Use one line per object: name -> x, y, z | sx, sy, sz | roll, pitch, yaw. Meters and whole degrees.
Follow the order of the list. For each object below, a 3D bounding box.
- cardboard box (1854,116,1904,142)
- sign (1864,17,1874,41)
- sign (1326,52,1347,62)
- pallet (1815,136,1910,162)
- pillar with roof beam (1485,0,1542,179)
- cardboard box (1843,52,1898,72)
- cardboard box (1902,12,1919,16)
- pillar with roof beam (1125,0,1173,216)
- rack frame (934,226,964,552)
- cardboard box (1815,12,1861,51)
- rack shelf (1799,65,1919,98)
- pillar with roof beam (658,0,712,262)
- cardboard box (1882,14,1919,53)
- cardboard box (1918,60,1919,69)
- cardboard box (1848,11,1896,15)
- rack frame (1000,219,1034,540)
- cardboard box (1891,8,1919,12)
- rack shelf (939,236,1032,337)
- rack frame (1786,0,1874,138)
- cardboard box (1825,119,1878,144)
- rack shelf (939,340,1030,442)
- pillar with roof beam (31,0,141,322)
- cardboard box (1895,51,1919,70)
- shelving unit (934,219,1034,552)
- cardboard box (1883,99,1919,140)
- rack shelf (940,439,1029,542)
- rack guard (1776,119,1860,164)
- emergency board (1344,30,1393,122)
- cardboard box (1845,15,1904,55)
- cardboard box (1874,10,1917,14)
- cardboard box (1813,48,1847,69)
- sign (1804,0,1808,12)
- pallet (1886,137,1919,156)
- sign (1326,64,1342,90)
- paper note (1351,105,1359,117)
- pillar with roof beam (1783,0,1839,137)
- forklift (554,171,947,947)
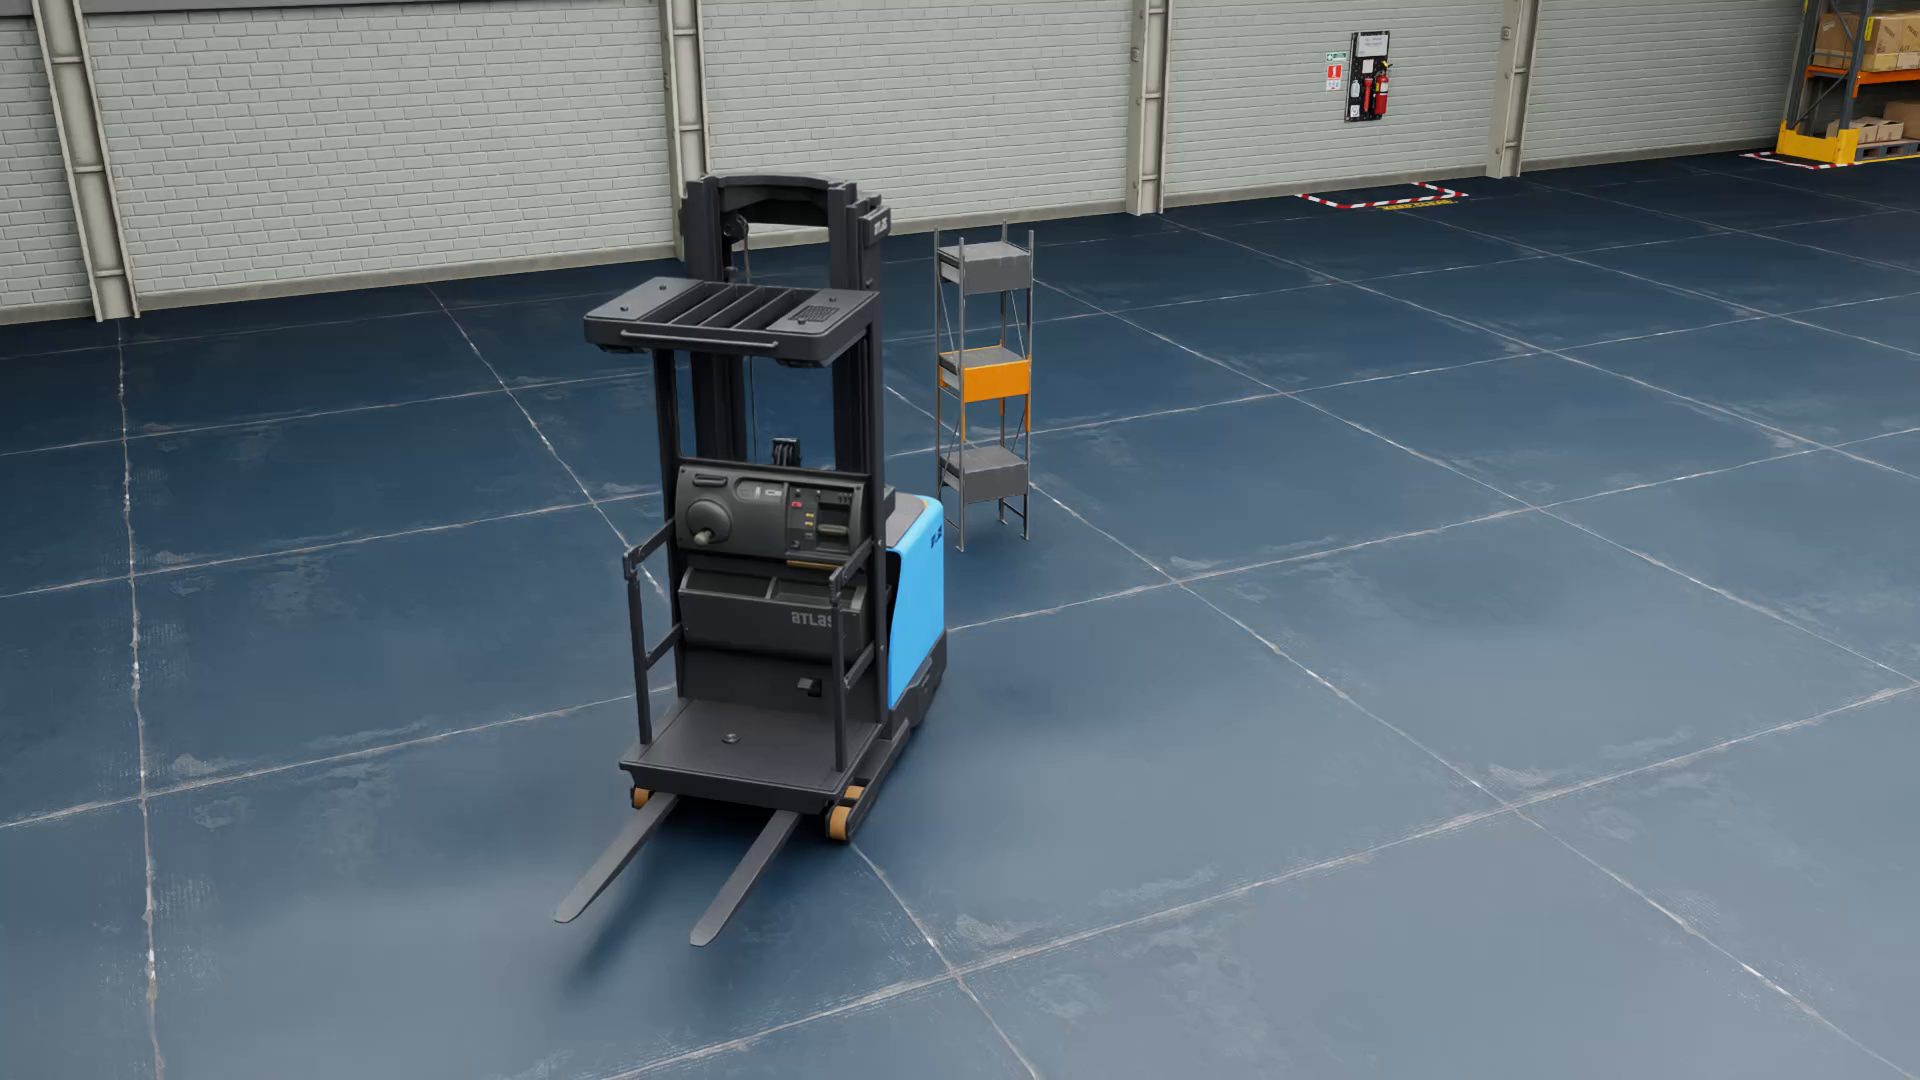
cardboard box -> 14.108, -6.335, 25.573 | 0.500, 0.311, 0.500 | -8, 24, -19
sign -> 13.168, -7.409, 24.095 | 0.005, 0.325, 0.100 | -10, 25, -24
sign -> 5.003, -6.421, 22.101 | 0.331, 0.109, 0.001 | -10, 25, -24
pallet -> 13.748, -6.043, 25.572 | 1.213, 0.211, 1.003 | -10, 25, -24
pillar with roof beam -> 9.649, -7.903, 18.577 | 0.400, 9.000, 9.100 | -10, 25, -24
cardboard box -> 13.510, -7.108, 24.669 | 0.500, 0.250, 0.500 | -11, 25, -25
cardboard box -> 14.411, -7.620, 24.927 | 0.500, 0.500, 0.500 | -11, 25, -25
pillar with roof beam -> 4.242, -6.908, 16.173 | 0.400, 9.000, 9.100 | -10, 25, -24
rack frame -> -0.071, -0.957, 10.817 | 0.015, 2.100, 0.400 | -10, 25, -24
cardboard box -> 13.265, -7.634, 24.960 | 0.500, 0.500, 0.500 | -11, 25, -24
rack shelf -> 14.734, -7.195, 25.652 | 4.000, 0.370, 1.077 | -10, 25, -24
pillar with roof beam -> -1.164, -5.913, 13.769 | 0.400, 9.000, 9.100 | -10, 25, -24
cardboard box -> 13.942, -7.537, 24.725 | 0.500, 0.500, 0.500 | -10, 25, -23
cardboard box -> 14.433, -7.281, 25.088 | 0.500, 0.250, 0.500 | -11, 25, -24
cardboard box -> 13.723, -7.714, 25.153 | 0.500, 0.500, 0.500 | -10, 25, -23
rack frame -> 0.369, -1.038, 11.013 | 0.015, 2.100, 0.400 | -10, 25, -24
cardboard box -> 14.640, -7.885, 25.566 | 0.500, 0.500, 0.500 | -10, 25, -23
rack shelf -> 0.149, -1.632, 10.652 | 0.480, 0.518, 0.431 | -10, 25, -24
rack frame -> 12.932, -7.196, 24.713 | 0.127, 3.000, 1.000 | -10, 25, -24
cardboard box -> 13.595, -6.241, 25.345 | 0.500, 0.311, 0.500 | -14, 26, -30
rack shelf -> 0.149, -0.985, 10.920 | 0.480, 0.518, 0.431 | -10, 25, -24
pillar with roof beam -> -6.570, -4.918, 11.364 | 0.400, 9.000, 9.100 | -10, 25, -24
cardboard box -> 13.971, -7.199, 24.889 | 0.500, 0.250, 0.500 | -11, 25, -25
shelving unit -> 0.149, -0.998, 10.915 | 0.503, 2.100, 0.431 | -10, 25, -24
cardboard box -> 14.791, -6.527, 25.790 | 0.500, 0.500, 0.700 | -12, 25, -27
rack shelf -> 0.149, -0.338, 11.188 | 0.480, 0.518, 0.431 | -10, 25, -24
rack guard -> 13.001, -6.054, 25.221 | 0.348, 0.500, 1.175 | -10, 25, -24
emergency board -> 5.538, -6.218, 22.350 | 0.643, 1.169, 0.194 | -10, 25, -24
cardboard box -> 13.493, -7.458, 24.535 | 0.500, 0.500, 0.500 | -10, 25, -24
cardboard box -> 14.187, -7.801, 25.364 | 0.500, 0.500, 0.500 | -11, 25, -25
cardboard box -> 13.269, -7.280, 25.086 | 0.500, 0.250, 0.500 | -10, 25, -23
sign -> 12.710, -8.072, 24.901 | 0.005, 0.325, 0.100 | -10, 25, -24
pallet -> 14.846, -6.244, 26.058 | 1.213, 0.211, 1.003 | -10, 25, -24
sign -> 4.995, -6.179, 22.208 | 0.234, 0.329, 0.001 | -10, 25, -24
paper note -> 5.349, -5.806, 22.505 | 0.142, 0.148, 0.016 | -10, 25, -24
pillar with roof beam -> 15.055, -8.899, 20.982 | 0.400, 9.000, 9.100 | -10, 25, -24
forklift -> -0.958, -0.101, 7.662 | 1.130, 2.935, 3.031 | 6, 23, 14
